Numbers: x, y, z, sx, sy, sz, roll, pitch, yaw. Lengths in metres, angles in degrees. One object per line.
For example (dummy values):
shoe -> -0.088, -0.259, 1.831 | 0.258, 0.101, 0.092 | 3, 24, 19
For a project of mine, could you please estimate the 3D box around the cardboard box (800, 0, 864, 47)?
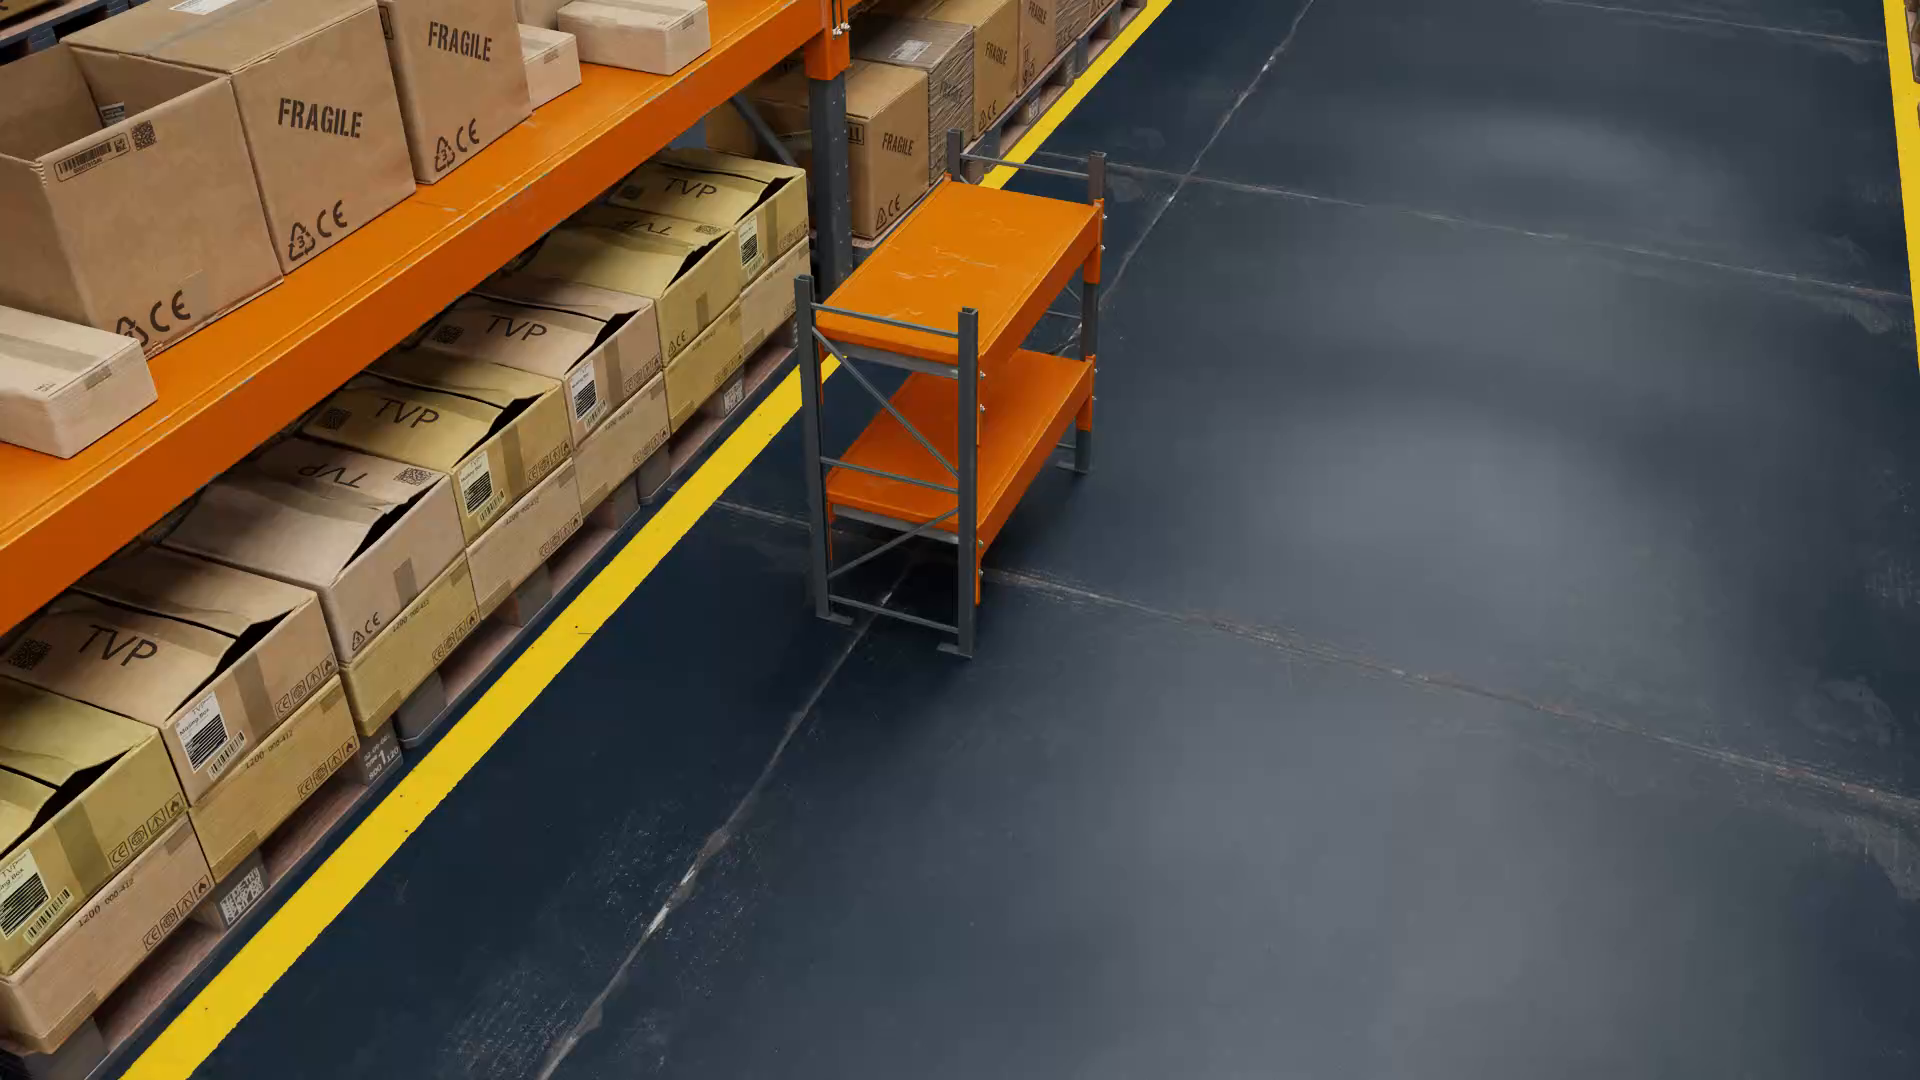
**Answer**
cardboard box -> -0.737, -2.276, 6.884 | 0.500, 0.250, 0.500 | 15, 39, 19

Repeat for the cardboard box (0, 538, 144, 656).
cardboard box -> -2.335, 0.147, 4.026 | 0.500, 0.311, 0.500 | 15, 39, 19

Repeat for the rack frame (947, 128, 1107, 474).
rack frame -> 0.196, -0.736, 5.295 | 0.500, 1.125, 0.032 | 14, 39, 18

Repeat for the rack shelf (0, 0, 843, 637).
rack shelf -> -1.655, -0.802, 4.418 | 1.077, 0.370, 4.000 | 14, 39, 18

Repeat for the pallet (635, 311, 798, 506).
pallet -> -1.243, -0.634, 5.922 | 1.003, 0.211, 1.213 | 14, 39, 18

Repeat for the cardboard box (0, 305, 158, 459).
cardboard box -> -1.889, -0.326, 3.391 | 0.380, 0.149, 0.250 | 14, 39, 18

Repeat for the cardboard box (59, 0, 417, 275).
cardboard box -> -1.717, -1.013, 4.017 | 0.500, 0.500, 0.500 | 14, 39, 18

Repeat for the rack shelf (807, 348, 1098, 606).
rack shelf -> 0.003, -0.258, 5.065 | 0.538, 0.278, 1.000 | 14, 39, 18

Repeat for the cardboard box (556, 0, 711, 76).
cardboard box -> -0.980, -1.536, 5.009 | 0.380, 0.149, 0.250 | 14, 39, 18

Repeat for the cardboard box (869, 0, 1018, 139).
cardboard box -> -0.067, -2.127, 7.311 | 0.500, 0.500, 0.500 | 13, 39, 17

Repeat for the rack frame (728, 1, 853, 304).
rack frame -> -0.894, -2.198, 5.685 | 1.000, 3.000, 0.127 | 14, 39, 18

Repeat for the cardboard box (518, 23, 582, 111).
cardboard box -> -1.327, -1.378, 4.798 | 0.380, 0.149, 0.250 | 17, 40, 21

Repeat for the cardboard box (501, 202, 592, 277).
cardboard box -> -1.557, -0.973, 5.524 | 0.500, 0.311, 0.500 | 13, 39, 17

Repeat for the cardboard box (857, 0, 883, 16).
cardboard box -> -0.558, -2.230, 7.449 | 0.500, 0.500, 0.500 | 12, 39, 16

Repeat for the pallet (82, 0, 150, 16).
pallet -> -4.641, -3.299, 9.488 | 1.003, 0.211, 1.213 | 14, 39, 18

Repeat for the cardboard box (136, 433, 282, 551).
cardboard box -> -2.142, -0.129, 4.395 | 0.500, 0.311, 0.500 | 14, 39, 18

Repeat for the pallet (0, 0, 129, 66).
pallet -> -5.107, -2.626, 8.587 | 1.003, 0.211, 1.213 | 14, 39, 18

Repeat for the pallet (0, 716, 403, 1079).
pallet -> -2.171, 0.717, 4.114 | 1.003, 0.211, 1.213 | 14, 39, 18

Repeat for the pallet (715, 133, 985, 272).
pallet -> -0.575, -1.485, 7.061 | 1.003, 0.211, 1.213 | 14, 39, 18

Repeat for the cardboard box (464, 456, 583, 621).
cardboard box -> -1.448, -0.068, 4.782 | 0.500, 0.250, 0.500 | 15, 39, 19

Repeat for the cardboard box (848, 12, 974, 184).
cardboard box -> -0.262, -1.851, 6.941 | 0.500, 0.500, 0.500 | 12, 39, 16

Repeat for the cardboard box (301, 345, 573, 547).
cardboard box -> -1.444, -0.298, 4.621 | 0.500, 0.311, 0.500 | 15, 39, 19

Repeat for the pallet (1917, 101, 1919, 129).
pallet -> 4.875, -1.747, 7.411 | 1.003, 0.211, 1.213 | 14, 39, 18

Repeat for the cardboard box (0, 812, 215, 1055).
cardboard box -> -2.033, 0.783, 3.642 | 0.500, 0.250, 0.500 | 13, 39, 17

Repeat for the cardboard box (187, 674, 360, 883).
cardboard box -> -1.837, 0.501, 4.021 | 0.500, 0.250, 0.500 | 15, 39, 19

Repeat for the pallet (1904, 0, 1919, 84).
pallet -> 5.451, -2.581, 8.526 | 1.003, 0.211, 1.213 | 14, 39, 18

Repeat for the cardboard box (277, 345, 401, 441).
cardboard box -> -1.948, -0.407, 4.766 | 0.500, 0.311, 0.500 | 13, 39, 17

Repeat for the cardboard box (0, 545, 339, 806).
cardboard box -> -1.833, 0.278, 3.851 | 0.500, 0.311, 0.500 | 13, 39, 17

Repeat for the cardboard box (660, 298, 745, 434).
cardboard box -> -1.061, -0.631, 5.535 | 0.500, 0.250, 0.500 | 13, 39, 17

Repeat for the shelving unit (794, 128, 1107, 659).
shelving unit -> 0.003, -0.454, 4.918 | 0.538, 1.125, 1.048 | 14, 39, 18

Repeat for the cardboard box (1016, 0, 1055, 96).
cardboard box -> 0.127, -2.417, 7.699 | 0.500, 0.500, 0.500 | 13, 39, 16

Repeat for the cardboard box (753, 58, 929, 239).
cardboard box -> -0.456, -1.559, 6.551 | 0.500, 0.500, 0.500 | 15, 39, 20

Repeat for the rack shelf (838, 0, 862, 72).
rack shelf -> -0.133, -3.017, 7.381 | 1.077, 0.370, 4.000 | 14, 39, 18

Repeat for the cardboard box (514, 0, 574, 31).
cardboard box -> -1.413, -1.711, 5.108 | 0.500, 0.311, 0.500 | 13, 39, 17

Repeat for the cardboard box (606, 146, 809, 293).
cardboard box -> -0.865, -1.143, 5.751 | 0.500, 0.311, 0.500 | 15, 39, 19

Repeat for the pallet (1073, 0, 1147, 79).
pallet -> 0.354, -2.836, 8.868 | 1.003, 0.211, 1.213 | 14, 39, 18

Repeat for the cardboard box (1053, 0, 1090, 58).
cardboard box -> 0.318, -2.699, 8.076 | 0.500, 0.500, 0.500 | 14, 39, 18

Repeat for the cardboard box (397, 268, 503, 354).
cardboard box -> -1.753, -0.691, 5.147 | 0.500, 0.311, 0.500 | 13, 39, 17

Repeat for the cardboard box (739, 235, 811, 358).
cardboard box -> -0.868, -0.918, 5.918 | 0.500, 0.250, 0.500 | 15, 39, 19

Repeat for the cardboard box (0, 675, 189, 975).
cardboard box -> -2.028, 0.554, 3.481 | 0.500, 0.311, 0.500 | 14, 39, 18

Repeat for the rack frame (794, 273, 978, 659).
rack frame -> -0.191, -0.173, 4.542 | 0.500, 1.125, 0.032 | 14, 39, 18

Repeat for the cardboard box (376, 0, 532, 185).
cardboard box -> -1.517, -1.305, 4.407 | 0.500, 0.500, 0.500 | 12, 38, 15

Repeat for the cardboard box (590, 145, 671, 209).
cardboard box -> -1.365, -1.266, 5.916 | 0.500, 0.311, 0.500 | 15, 39, 19

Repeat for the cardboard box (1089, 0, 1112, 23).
cardboard box -> 0.510, -2.977, 8.448 | 0.500, 0.500, 0.500 | 14, 39, 18

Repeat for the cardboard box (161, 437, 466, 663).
cardboard box -> -1.637, -0.009, 4.234 | 0.500, 0.311, 0.500 | 13, 39, 16

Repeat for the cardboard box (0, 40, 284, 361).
cardboard box -> -1.908, -0.736, 3.646 | 0.500, 0.500, 0.500 | 17, 40, 21

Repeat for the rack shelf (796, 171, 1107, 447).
rack shelf -> 0.003, -0.689, 4.743 | 0.538, 0.278, 1.000 | 14, 39, 18

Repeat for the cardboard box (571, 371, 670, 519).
cardboard box -> -1.255, -0.354, 5.164 | 0.500, 0.250, 0.500 | 15, 39, 19

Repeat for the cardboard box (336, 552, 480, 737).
cardboard box -> -1.643, 0.213, 4.405 | 0.500, 0.250, 0.500 | 13, 39, 16

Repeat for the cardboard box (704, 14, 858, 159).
cardboard box -> -0.755, -1.944, 7.066 | 0.500, 0.500, 0.500 | 15, 39, 20

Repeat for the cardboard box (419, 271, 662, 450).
cardboard box -> -1.252, -0.575, 4.991 | 0.500, 0.311, 0.500 | 14, 39, 17

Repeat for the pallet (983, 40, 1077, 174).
pallet -> -0.109, -2.158, 7.962 | 1.003, 0.211, 1.213 | 14, 39, 18

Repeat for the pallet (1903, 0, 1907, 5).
pallet -> 5.914, -3.259, 9.433 | 1.003, 0.211, 1.213 | 14, 39, 18

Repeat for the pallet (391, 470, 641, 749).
pallet -> -1.709, 0.039, 5.021 | 1.003, 0.211, 1.213 | 14, 39, 18

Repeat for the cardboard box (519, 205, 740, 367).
cardboard box -> -1.057, -0.854, 5.364 | 0.500, 0.311, 0.500 | 13, 39, 17
